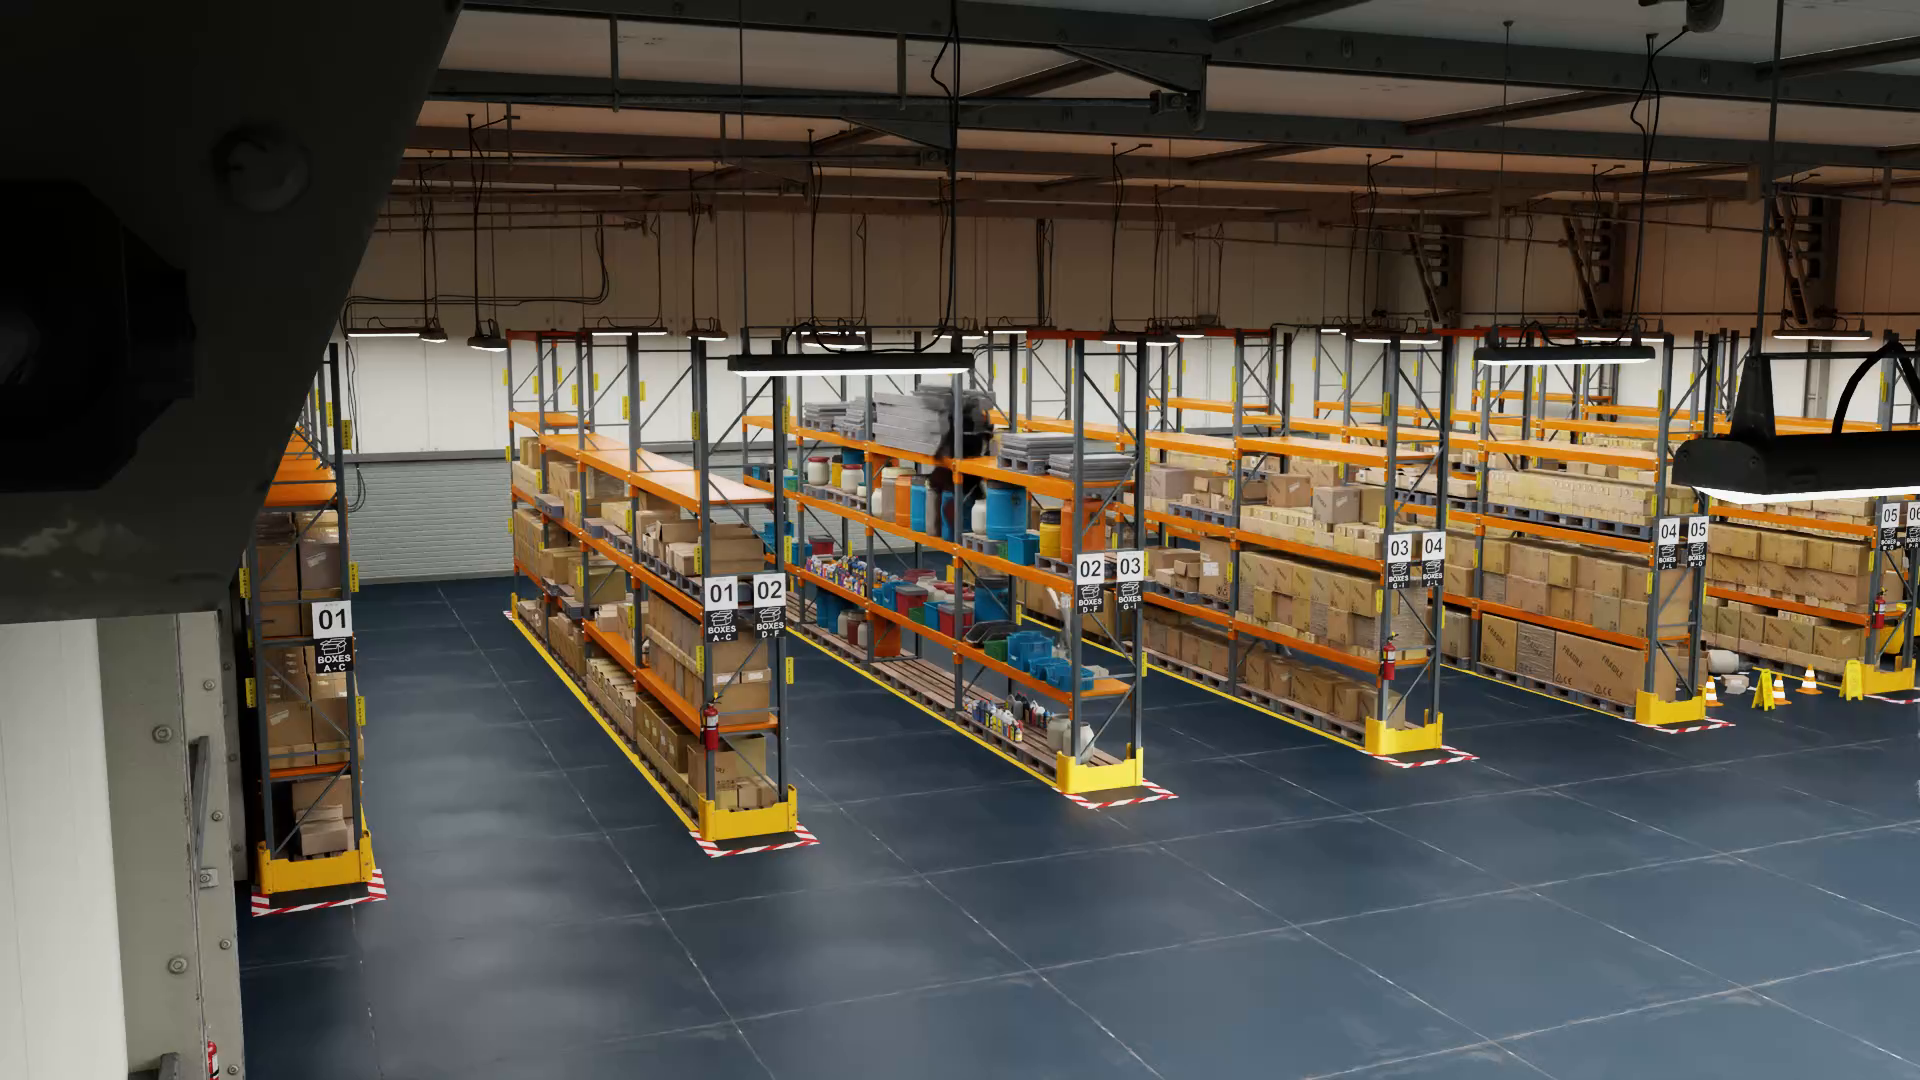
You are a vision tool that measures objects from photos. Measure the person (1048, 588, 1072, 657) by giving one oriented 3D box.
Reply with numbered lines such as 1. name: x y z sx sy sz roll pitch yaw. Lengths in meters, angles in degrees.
1. person: 1.928 1.221 29.226 0.593 1.735 0.797 -5 9 -34

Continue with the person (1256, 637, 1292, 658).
1. person: 5.849 1.238 30.906 0.650 1.805 0.826 -5 9 -31
